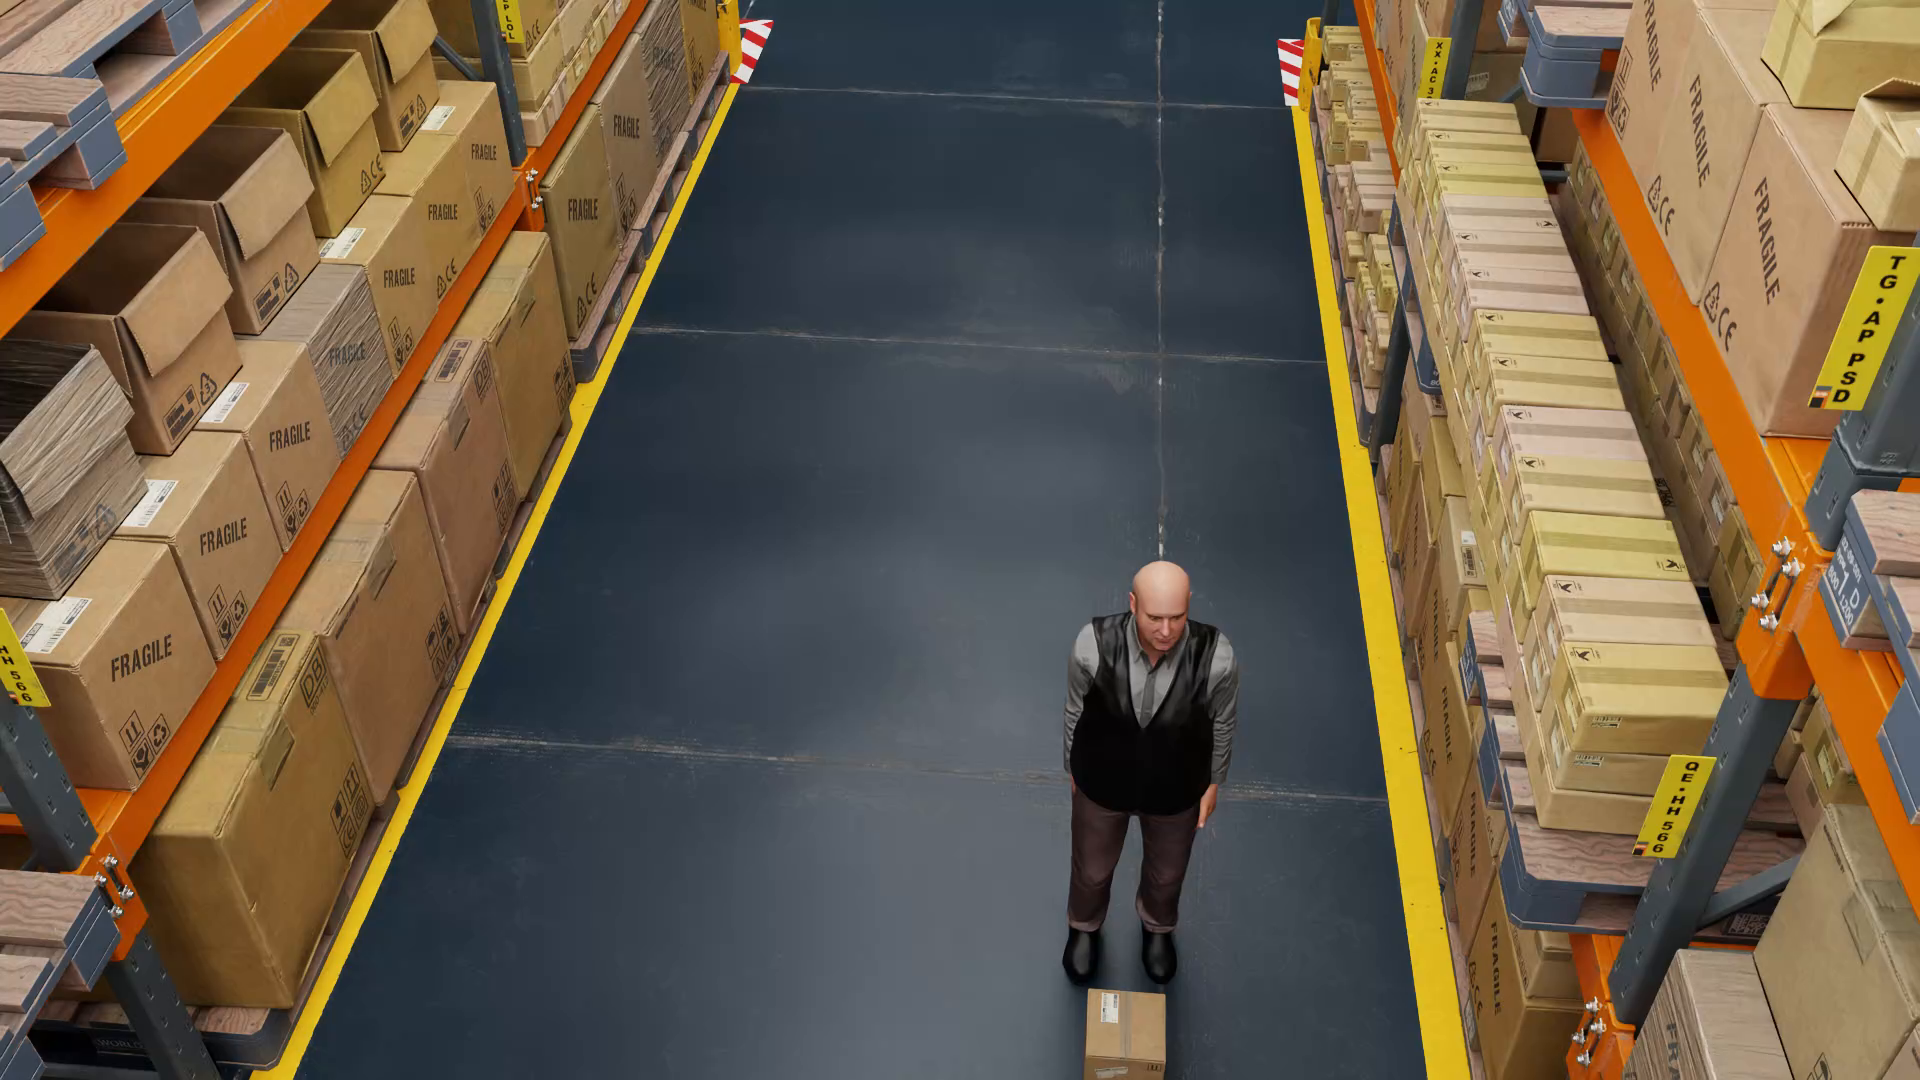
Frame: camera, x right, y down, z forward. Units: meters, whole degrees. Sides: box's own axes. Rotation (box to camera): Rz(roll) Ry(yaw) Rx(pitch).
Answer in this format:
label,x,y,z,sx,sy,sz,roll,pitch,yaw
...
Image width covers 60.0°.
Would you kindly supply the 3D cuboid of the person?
label,x,y,z,sx,sy,sz,roll,pitch,yaw
person,0.579,0.802,5.290,0.532,1.633,0.357,4,40,5
